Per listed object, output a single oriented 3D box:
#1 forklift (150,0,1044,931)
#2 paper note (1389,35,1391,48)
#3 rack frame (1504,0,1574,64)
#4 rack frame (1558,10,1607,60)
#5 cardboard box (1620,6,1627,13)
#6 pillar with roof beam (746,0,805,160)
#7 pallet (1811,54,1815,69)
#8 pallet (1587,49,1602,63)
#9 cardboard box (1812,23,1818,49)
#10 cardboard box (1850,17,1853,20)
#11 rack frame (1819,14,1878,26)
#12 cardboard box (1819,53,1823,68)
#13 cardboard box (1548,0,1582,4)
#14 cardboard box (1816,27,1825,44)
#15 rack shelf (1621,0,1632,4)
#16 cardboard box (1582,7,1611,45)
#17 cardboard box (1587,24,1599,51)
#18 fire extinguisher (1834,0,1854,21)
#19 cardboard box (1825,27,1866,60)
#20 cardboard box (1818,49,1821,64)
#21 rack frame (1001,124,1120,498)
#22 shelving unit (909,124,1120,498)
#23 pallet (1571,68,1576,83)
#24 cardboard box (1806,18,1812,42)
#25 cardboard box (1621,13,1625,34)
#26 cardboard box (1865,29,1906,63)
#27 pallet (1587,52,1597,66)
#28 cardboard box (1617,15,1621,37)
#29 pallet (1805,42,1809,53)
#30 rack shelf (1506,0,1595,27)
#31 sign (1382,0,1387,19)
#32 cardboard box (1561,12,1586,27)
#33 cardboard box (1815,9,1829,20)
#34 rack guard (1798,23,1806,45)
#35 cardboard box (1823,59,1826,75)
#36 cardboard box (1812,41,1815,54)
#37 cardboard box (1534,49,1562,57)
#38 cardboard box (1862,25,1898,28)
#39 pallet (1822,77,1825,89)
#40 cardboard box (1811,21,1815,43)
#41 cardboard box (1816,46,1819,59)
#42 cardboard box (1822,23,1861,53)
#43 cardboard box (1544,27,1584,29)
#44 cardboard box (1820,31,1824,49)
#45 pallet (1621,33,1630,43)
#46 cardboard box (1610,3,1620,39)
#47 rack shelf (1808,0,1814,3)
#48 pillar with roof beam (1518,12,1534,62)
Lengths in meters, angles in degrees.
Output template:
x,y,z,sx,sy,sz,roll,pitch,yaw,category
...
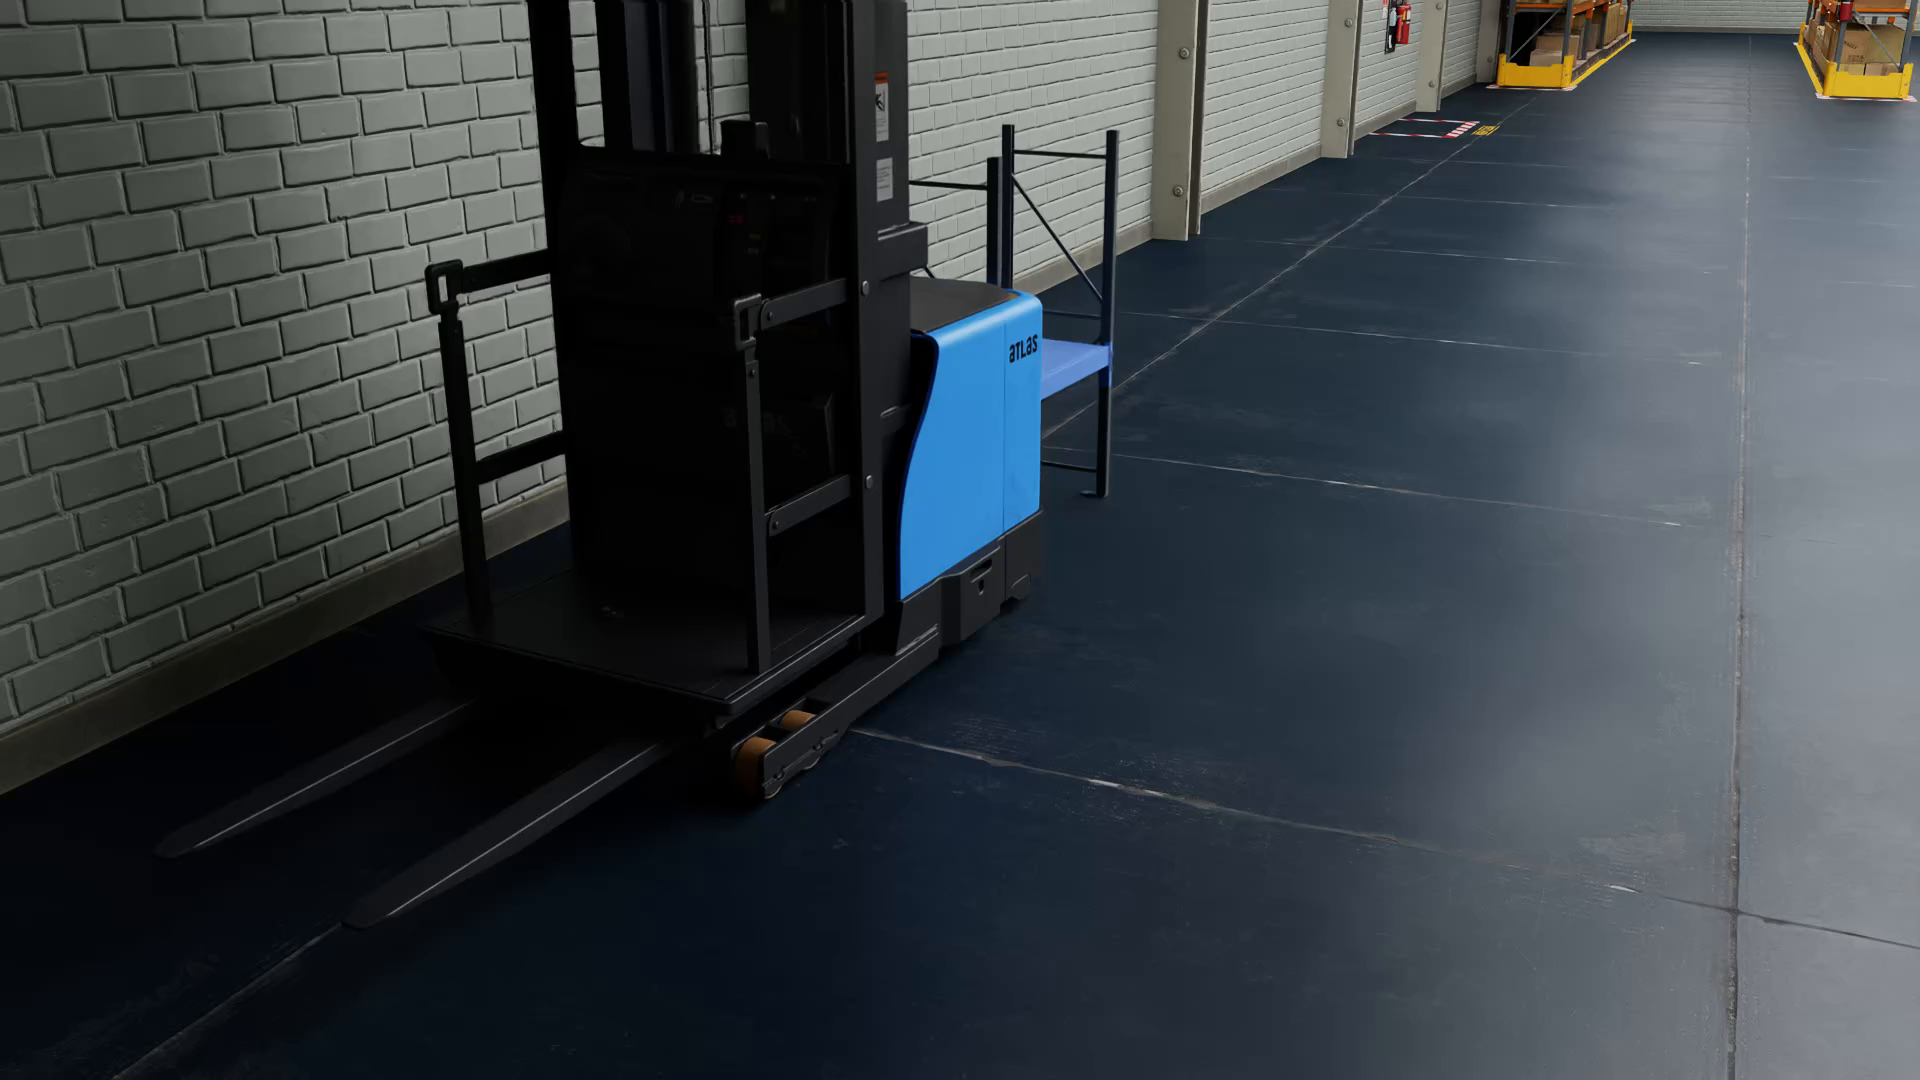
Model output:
x,y,z,sx,sy,sz,roll,pitch,yaw,category
-0.844,-0.851,4.489,1.130,2.935,3.031,10,22,26,forklift
5.449,-6.310,21.050,0.016,0.148,0.142,9,21,23,paper note
9.590,-9.022,27.360,1.000,3.000,0.127,9,21,23,rack frame
12.866,-11.467,34.236,1.000,3.000,0.127,9,21,23,rack frame
15.956,-12.868,40.312,0.380,0.149,0.250,9,22,24,cardboard box
3.187,-4.253,4.999,9.100,9.000,0.400,9,21,23,pillar with roof beam
17.014,-9.228,32.103,1.003,0.211,1.213,9,21,23,pallet
12.545,-9.915,34.032,1.003,0.211,1.213,9,21,23,pallet
17.768,-10.294,34.012,0.500,0.500,0.500,8,21,21,cardboard box
19.790,-11.617,37.728,0.797,0.503,0.637,9,21,23,cardboard box
17.387,-10.789,32.328,1.000,3.000,0.127,9,21,23,rack frame
15.073,-8.216,28.571,0.500,0.250,0.500,9,21,23,cardboard box
10.080,-9.066,27.678,0.500,0.250,0.500,8,21,21,cardboard box
16.486,-9.518,31.395,0.500,0.311,0.500,8,21,21,cardboard box
15.323,-12.962,39.514,1.077,0.370,4.000,9,21,23,rack shelf
13.287,-10.859,35.107,0.750,0.750,0.750,8,21,22,cardboard box
12.619,-10.269,33.942,0.700,0.500,0.500,9,21,23,cardboard box
13.639,-8.334,25.542,0.296,0.674,0.183,9,21,23,fire extinguisher
14.455,-8.111,27.157,0.500,0.500,0.500,9,21,23,cardboard box
15.654,-8.635,29.748,0.500,0.250,0.500,8,21,22,cardboard box
0.396,-0.928,6.841,0.500,1.500,0.032,10,22,26,rack frame
0.156,-0.778,6.418,0.538,1.500,1.048,10,22,26,shelving unit
9.986,-7.974,28.577,1.003,0.211,1.213,9,21,23,pallet
19.000,-11.254,36.711,0.500,0.500,0.500,9,21,23,cardboard box
15.742,-12.552,40.391,0.700,0.500,0.500,8,21,23,cardboard box
14.737,-7.885,26.522,0.500,0.500,0.500,9,21,23,cardboard box
12.044,-9.543,32.987,1.003,0.211,1.213,9,21,23,pallet
15.113,-12.078,39.057,0.700,0.500,0.500,8,21,22,cardboard box
19.307,-10.907,36.824,1.003,0.211,1.213,9,21,23,pallet
10.409,-9.294,29.199,1.077,0.370,4.000,9,21,23,rack shelf
5.264,-6.632,20.587,0.001,0.329,0.234,9,21,23,sign
12.122,-10.299,32.907,0.500,0.250,0.500,8,21,22,cardboard box
18.195,-10.974,34.805,0.500,0.250,0.500,9,21,23,cardboard box
20.632,-12.033,39.558,1.175,0.500,0.348,9,21,23,rack guard
14.458,-7.757,27.282,0.500,0.250,0.500,9,21,23,cardboard box
16.905,-9.571,32.382,0.500,0.250,0.500,8,21,23,cardboard box
10.189,-8.335,28.786,0.500,0.311,0.500,11,22,27,cardboard box
15.342,-8.345,27.815,0.500,0.500,0.500,9,21,23,cardboard box
14.386,-7.269,26.592,1.003,0.211,1.213,9,21,23,pallet
18.396,-10.762,35.327,0.500,0.500,0.500,9,21,23,cardboard box
16.282,-9.101,31.059,0.500,0.250,0.500,9,21,24,cardboard box
15.076,-8.569,28.444,0.500,0.500,0.500,9,21,23,cardboard box
11.680,-9.666,32.246,0.700,0.500,0.500,8,21,22,cardboard box
15.861,-9.055,30.095,0.500,0.311,0.500,9,22,24,cardboard box
15.886,-12.344,40.862,1.003,0.211,1.213,9,21,23,pallet
14.357,-11.658,37.355,0.750,0.750,0.750,9,21,23,cardboard box
19.844,-12.284,37.606,1.077,0.370,4.000,9,21,23,rack shelf
15.472,-13.424,30.786,9.100,9.000,0.400,9,21,23,pillar with roof beam
